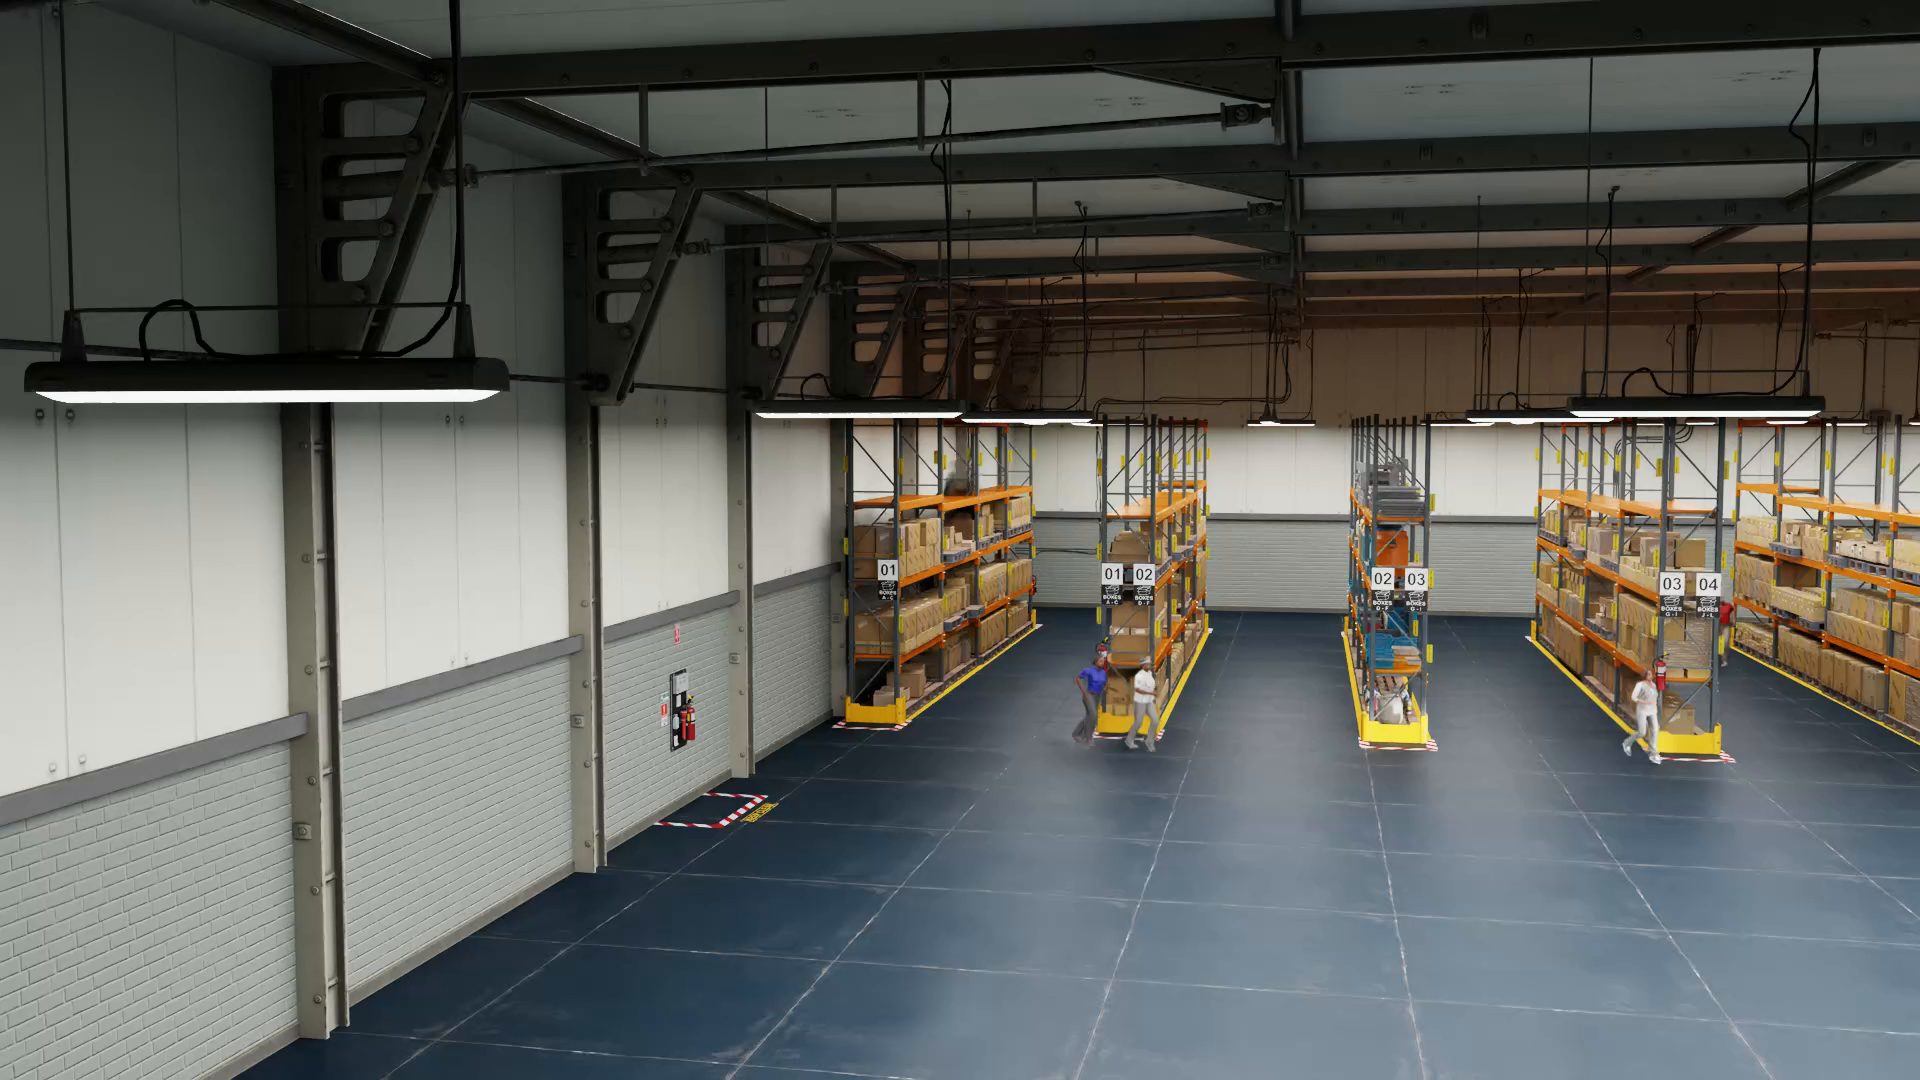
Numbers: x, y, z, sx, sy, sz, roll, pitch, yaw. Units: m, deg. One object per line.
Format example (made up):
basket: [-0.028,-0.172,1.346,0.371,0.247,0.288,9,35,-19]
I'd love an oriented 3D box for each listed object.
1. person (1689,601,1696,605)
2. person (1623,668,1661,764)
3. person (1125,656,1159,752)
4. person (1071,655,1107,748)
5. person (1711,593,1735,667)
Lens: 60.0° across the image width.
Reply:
person: [18.862,2.021,42.840,0.724,1.712,0.556,1,4,13]
person: [11.813,3.013,28.659,0.549,1.606,0.764,-1,4,-19]
person: [3.284,2.930,29.575,0.736,1.771,0.592,4,5,44]
person: [2.376,2.926,30.299,0.665,1.663,0.690,-4,5,-43]
person: [18.512,2.174,40.499,0.671,1.781,0.944,1,4,14]
